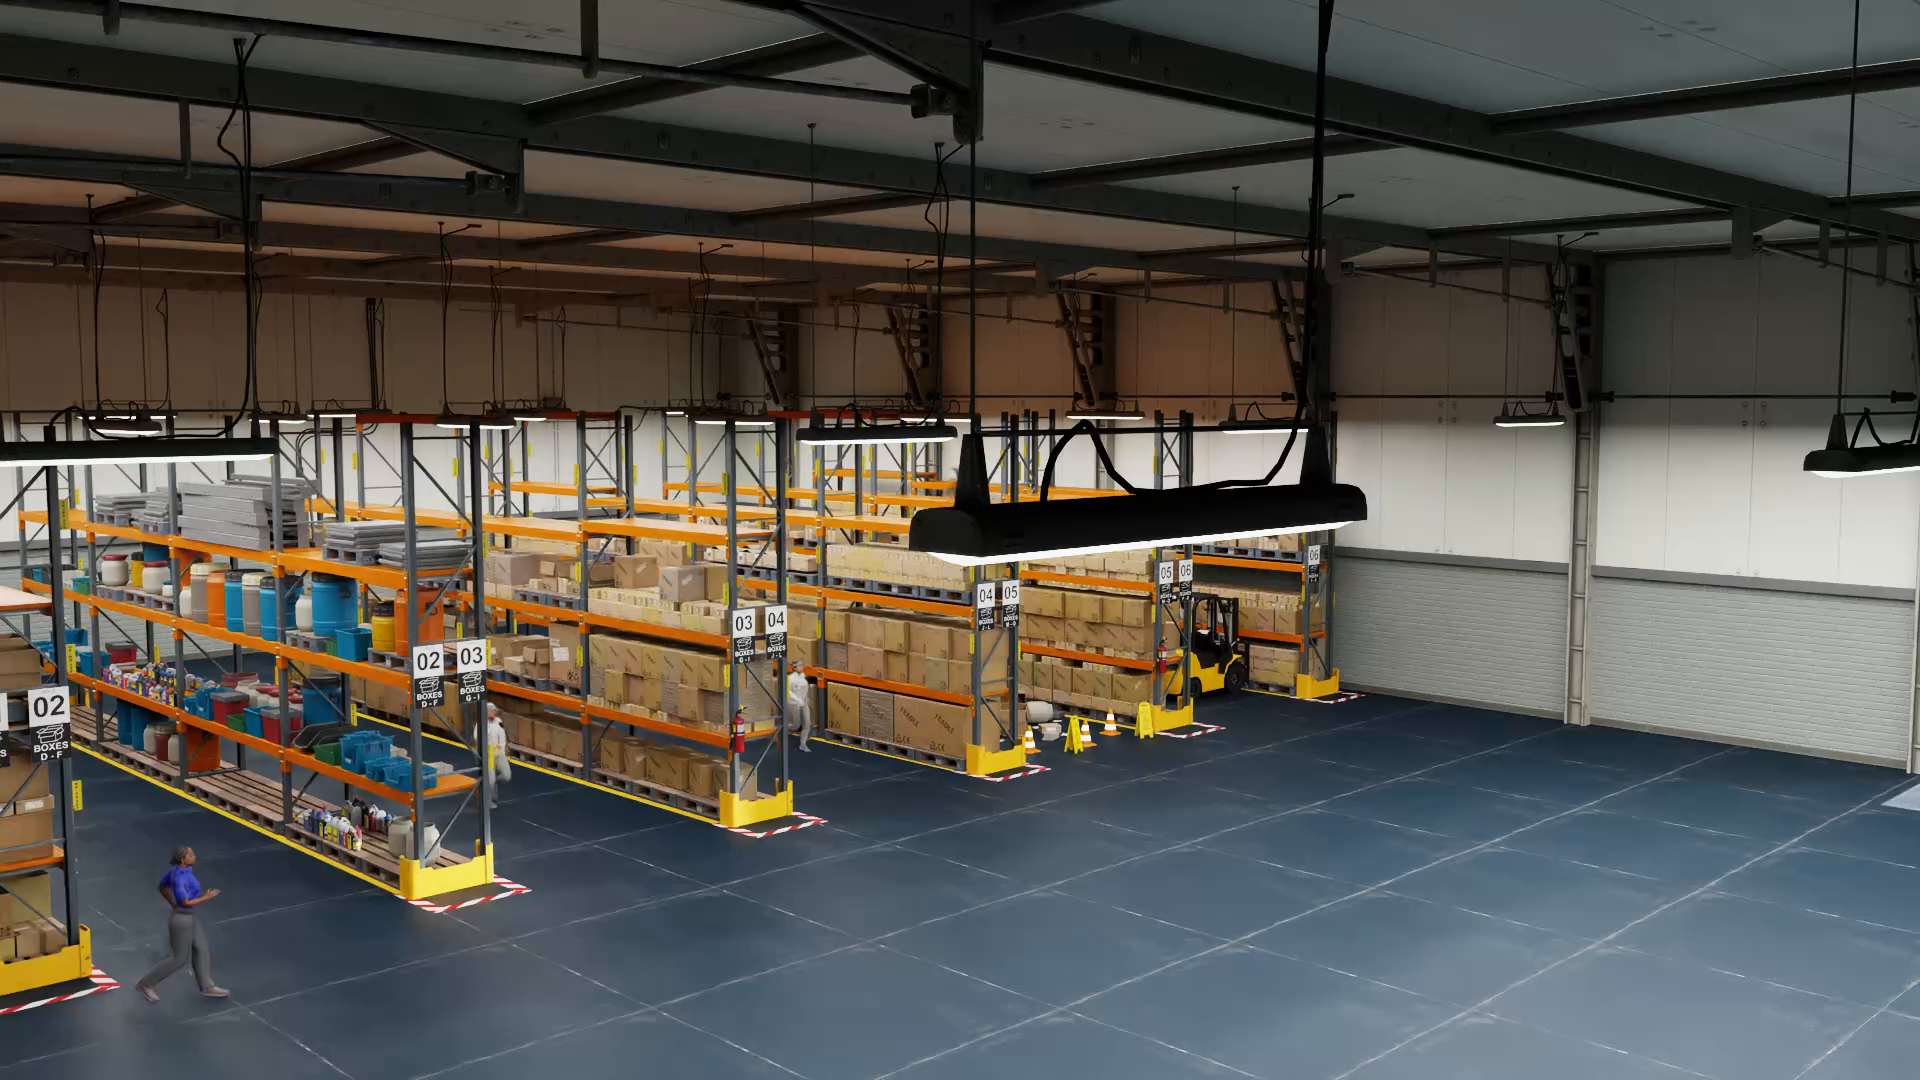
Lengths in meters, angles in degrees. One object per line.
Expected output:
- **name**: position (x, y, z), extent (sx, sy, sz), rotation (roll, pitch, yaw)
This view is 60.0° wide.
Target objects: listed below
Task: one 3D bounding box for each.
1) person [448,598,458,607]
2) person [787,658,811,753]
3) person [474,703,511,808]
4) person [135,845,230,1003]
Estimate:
- **person**: position (-11.794, 2.140, 38.482), extent (0.650, 1.828, 0.713), rotation (-2, 5, -25)
- **person**: position (-2.938, 2.940, 29.748), extent (0.762, 1.696, 0.627), rotation (4, 6, 37)
- **person**: position (-7.152, 3.306, 25.540), extent (0.532, 1.628, 0.599), rotation (4, 6, 40)
- **person**: position (-8.101, 3.987, 17.274), extent (0.891, 1.651, 0.587), rotation (-2, 5, -24)
